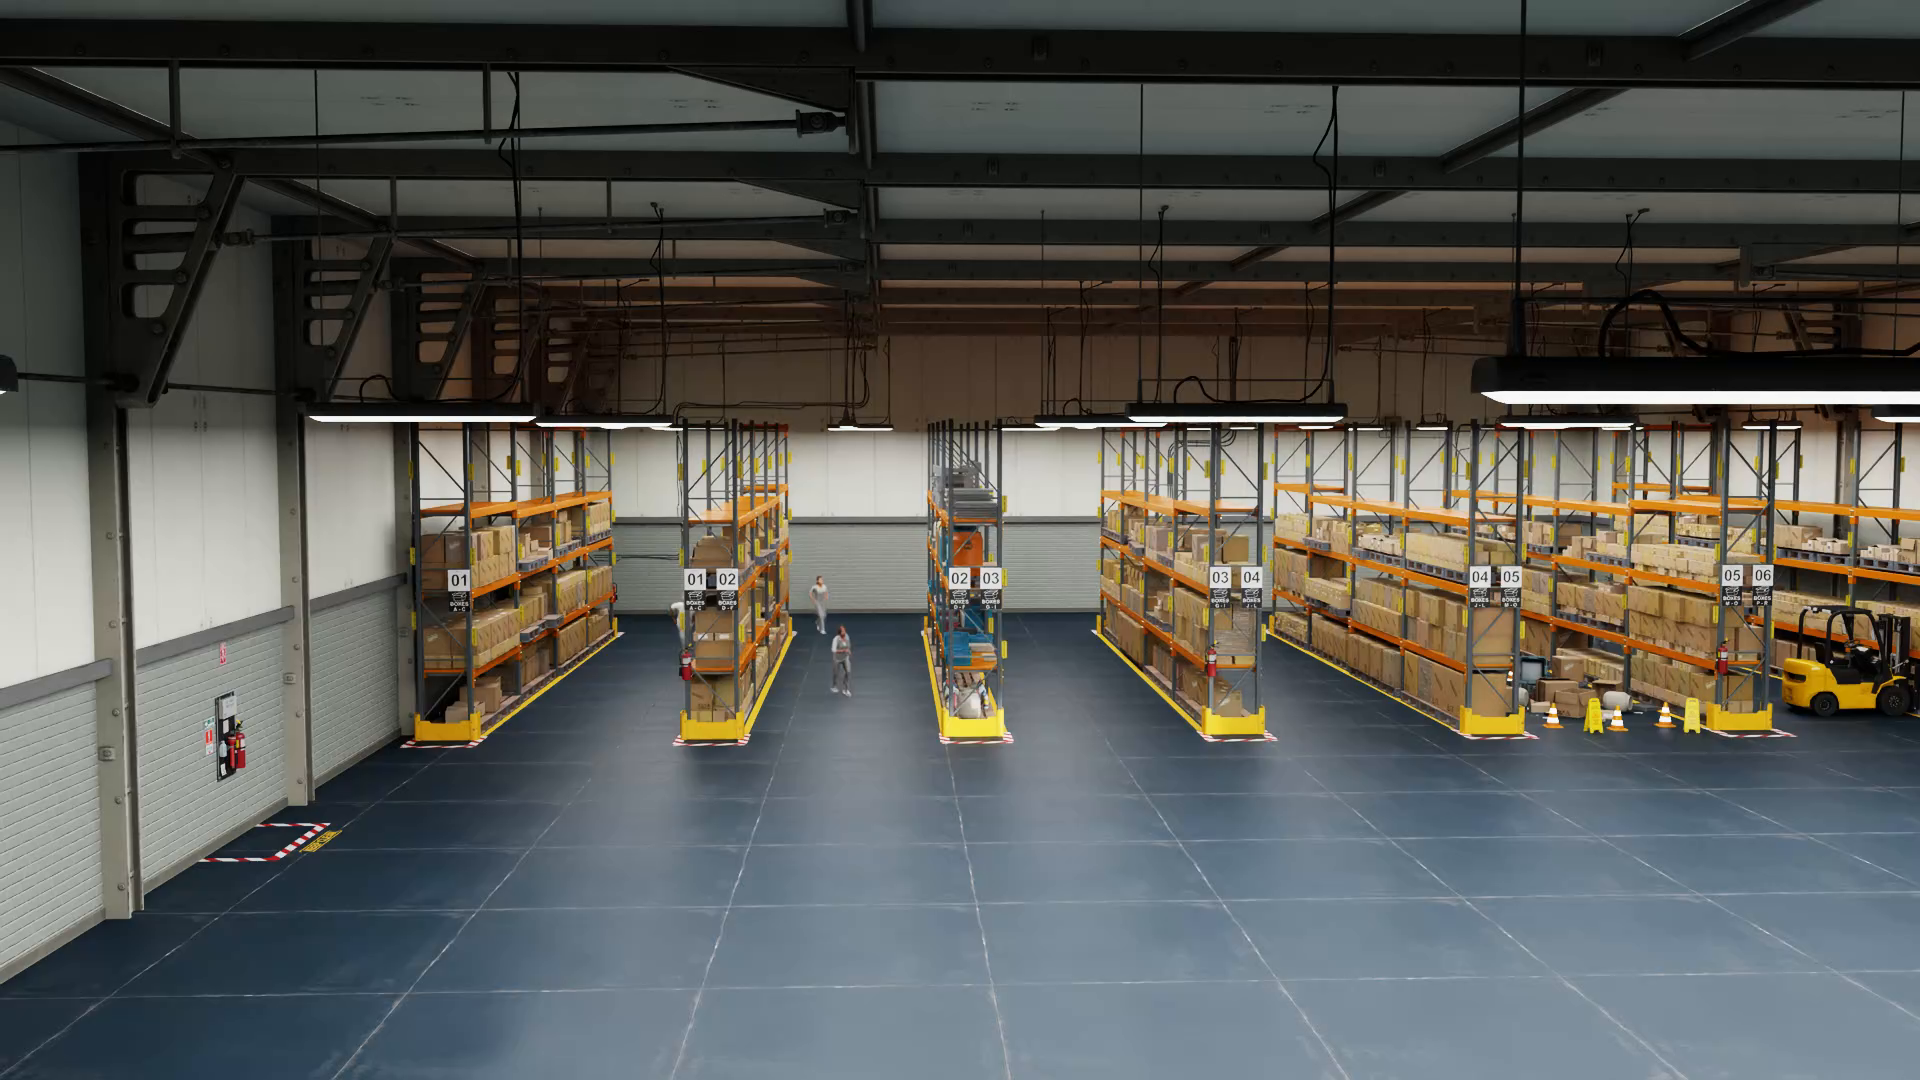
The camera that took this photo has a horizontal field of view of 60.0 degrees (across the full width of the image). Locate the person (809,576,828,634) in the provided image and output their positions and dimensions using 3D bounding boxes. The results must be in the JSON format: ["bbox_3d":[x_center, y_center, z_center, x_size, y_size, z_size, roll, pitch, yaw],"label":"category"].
[{"bbox_3d":[-4.056,1.851,47.724,0.578,1.644,0.699,-2,4,-29],"label":"person"}]

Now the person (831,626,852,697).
[{"bbox_3d":[-2.591,2.628,36.258,0.540,1.560,0.904,-2,4,-24],"label":"person"}]

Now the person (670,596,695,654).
[{"bbox_3d":[-6.947,2.211,42.053,0.747,1.718,1.046,-1,4,-8],"label":"person"}]

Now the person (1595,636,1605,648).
[{"bbox_3d":[16.711,2.021,43.990,0.660,1.745,0.926,-1,4,-11],"label":"person"}]
